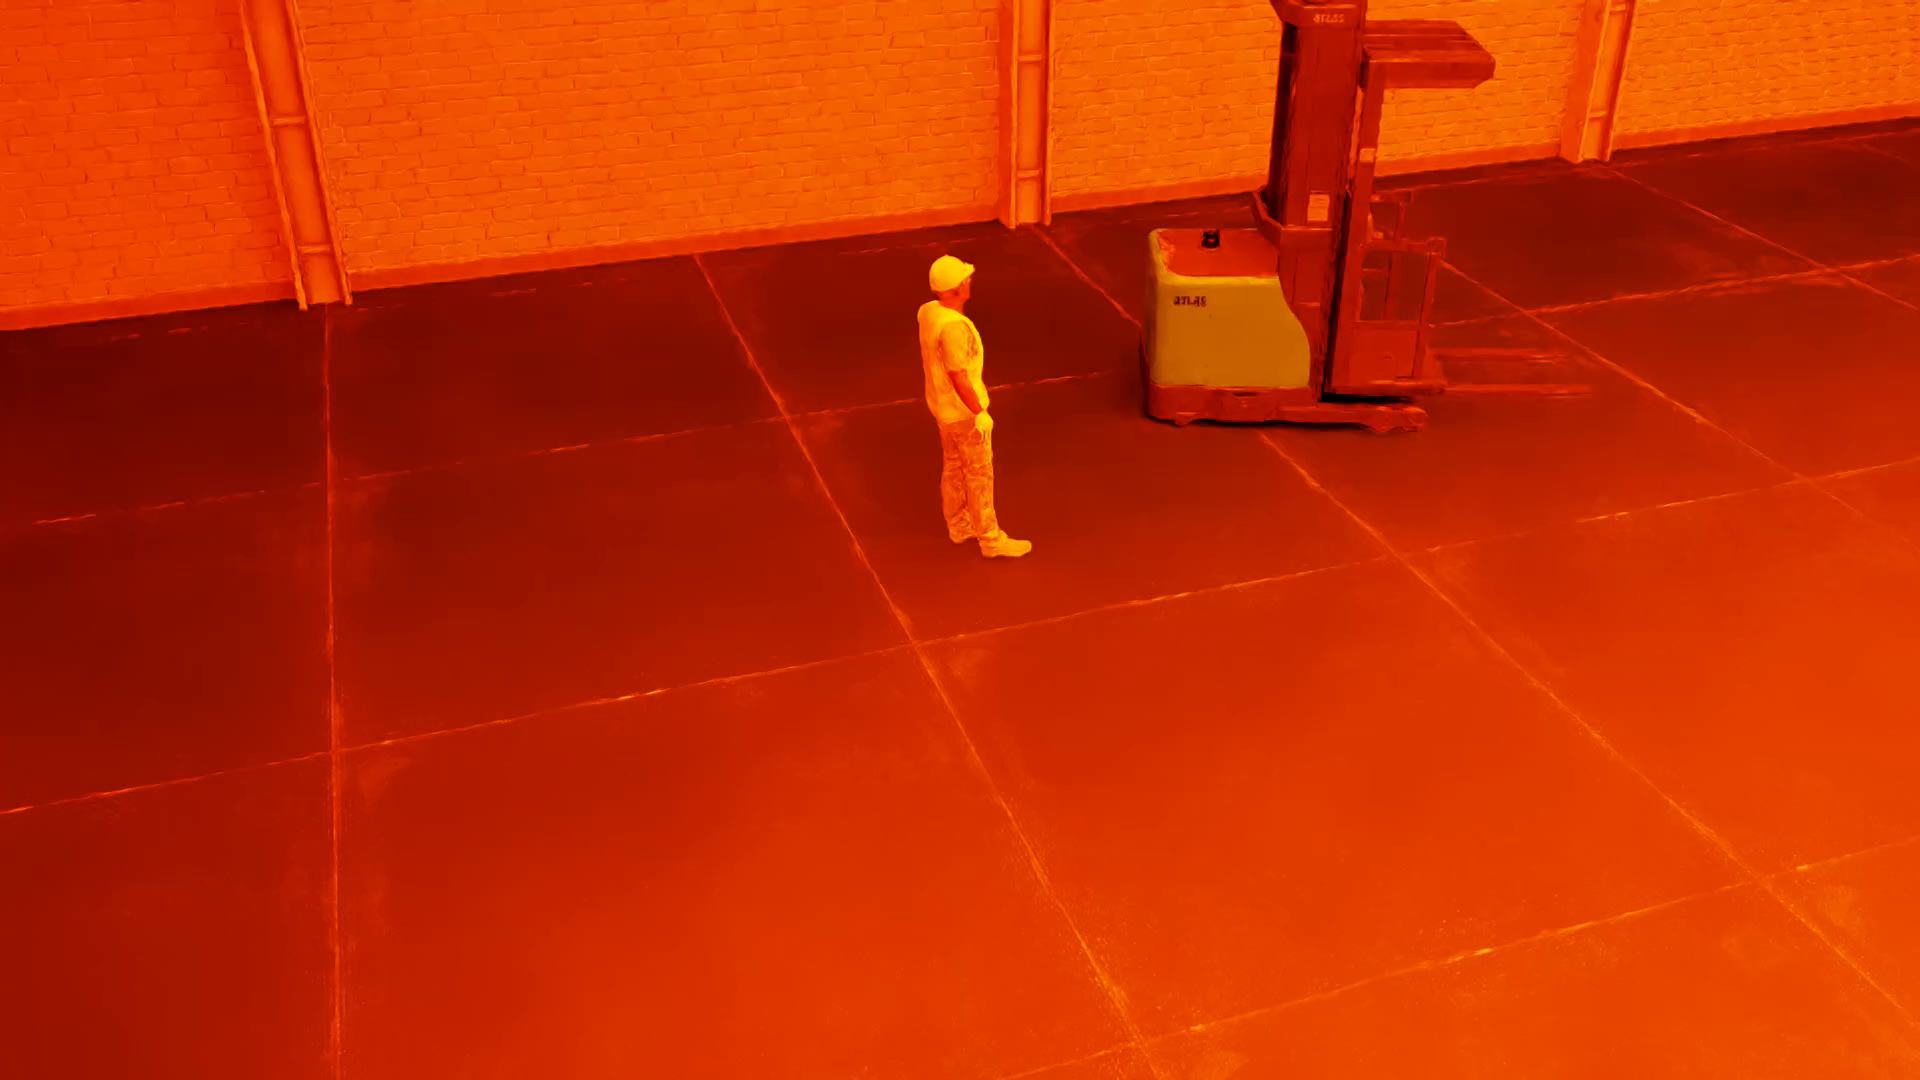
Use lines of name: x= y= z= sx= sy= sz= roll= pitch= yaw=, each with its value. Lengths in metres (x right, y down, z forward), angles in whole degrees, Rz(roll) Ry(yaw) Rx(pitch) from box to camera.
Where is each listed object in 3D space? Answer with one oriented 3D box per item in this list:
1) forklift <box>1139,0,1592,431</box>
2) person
forklift: x=2.809 y=-2.281 z=11.052 sx=3.031 sy=2.935 sz=1.130 roll=1 pitch=30 yaw=1
person: x=0.071 y=-0.787 z=9.591 sx=0.576 sy=1.782 sz=0.655 roll=-10 pitch=31 yaw=-16
